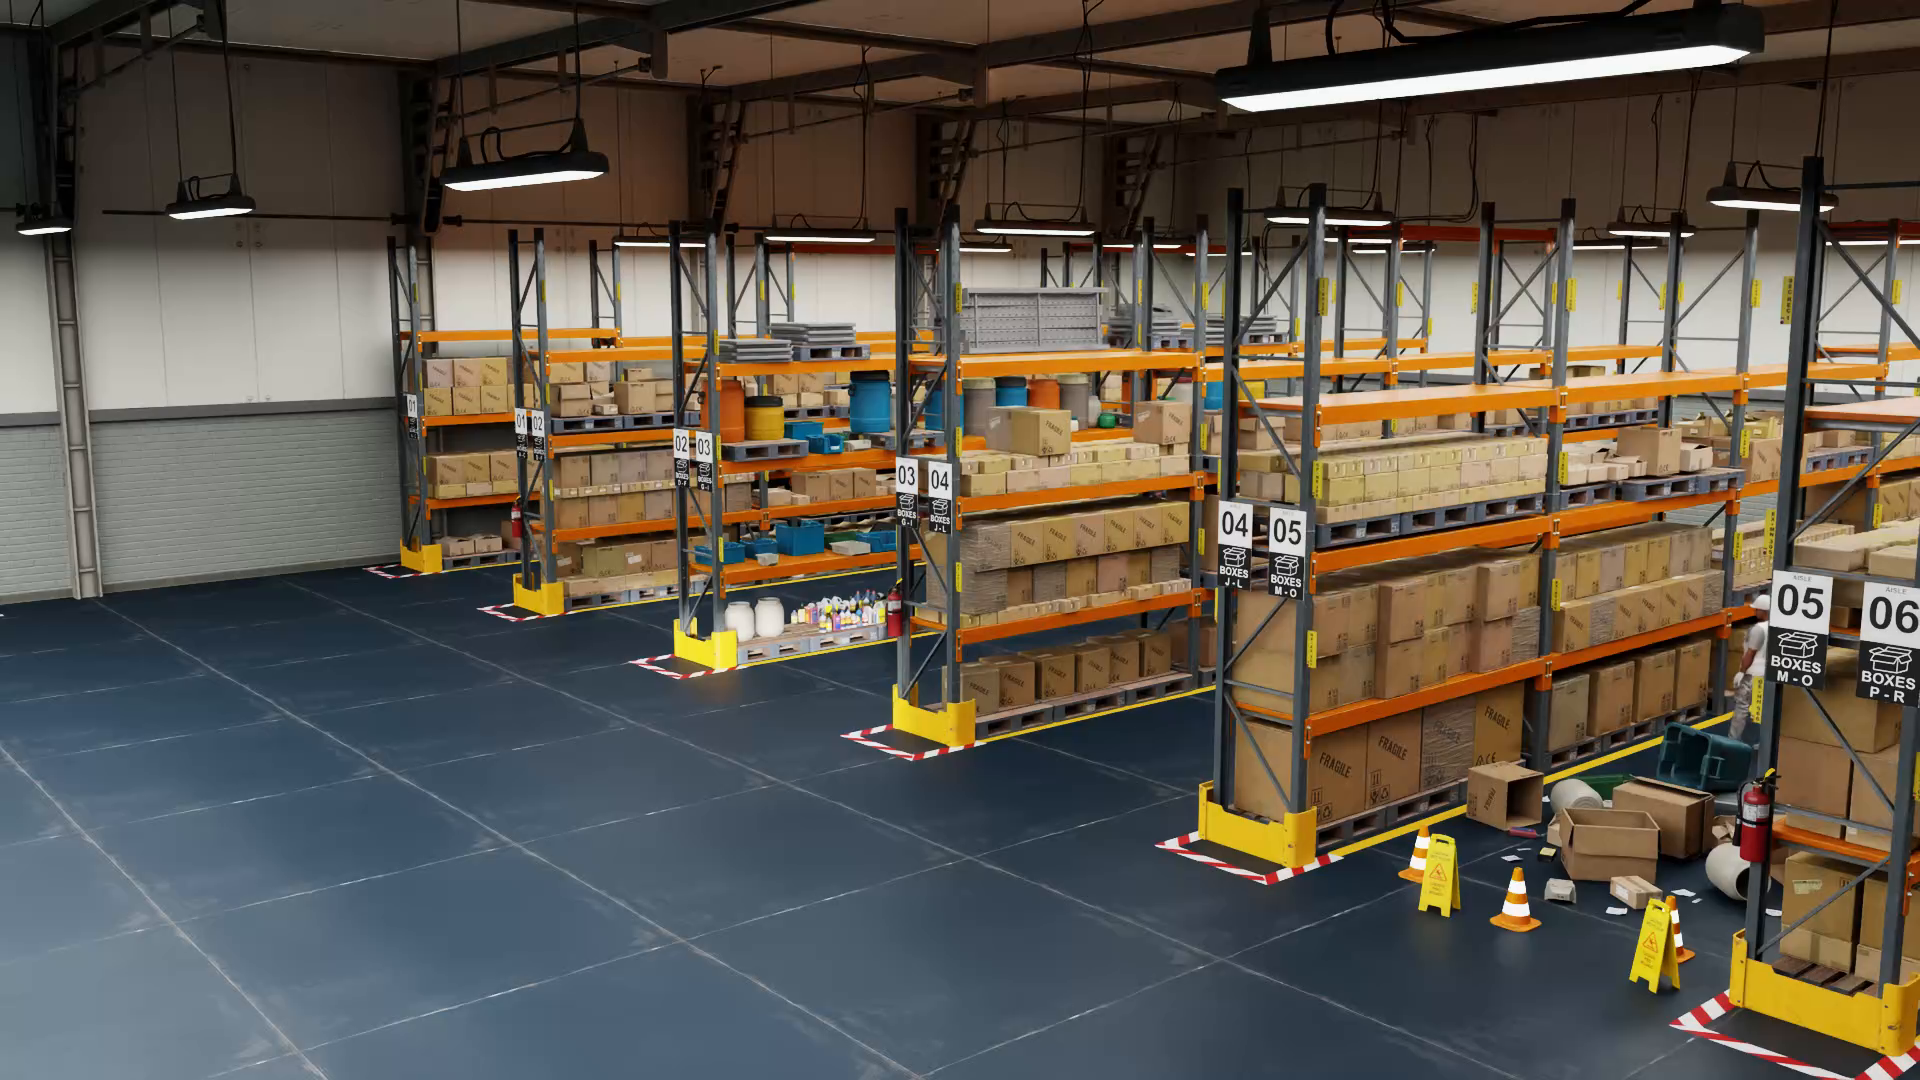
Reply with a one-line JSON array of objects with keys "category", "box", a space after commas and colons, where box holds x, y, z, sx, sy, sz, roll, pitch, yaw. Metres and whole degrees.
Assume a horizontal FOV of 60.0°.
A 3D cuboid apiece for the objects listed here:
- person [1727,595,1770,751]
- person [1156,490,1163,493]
[{"category": "person", "box": [8.808, 1.483, 18.373, 0.623, 1.790, 0.493, -2, 9, -10]}, {"category": "person", "box": [4.873, -1.721, 39.644, 0.436, 1.590, 0.439, -5, 10, -28]}]
